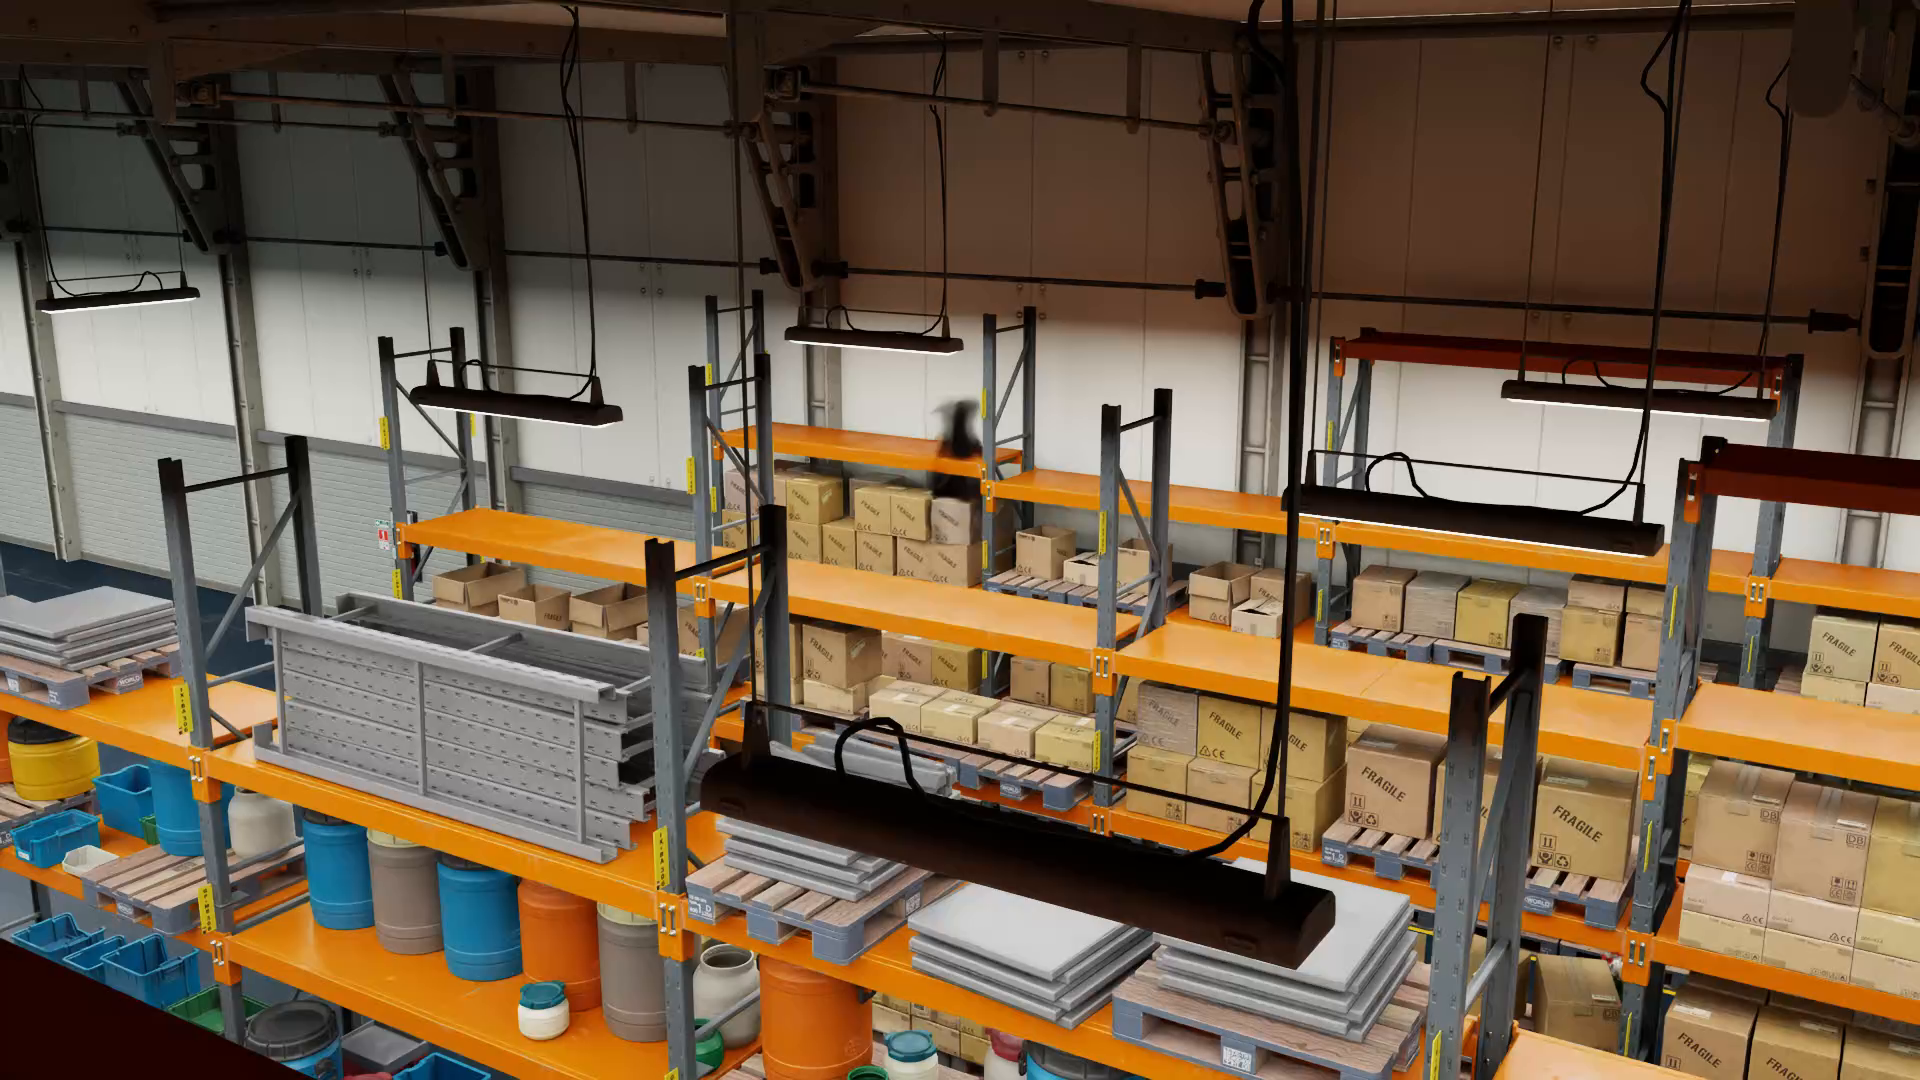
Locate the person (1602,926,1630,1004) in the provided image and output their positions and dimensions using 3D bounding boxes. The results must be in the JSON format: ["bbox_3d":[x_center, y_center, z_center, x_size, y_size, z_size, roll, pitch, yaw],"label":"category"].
[{"bbox_3d":[1.405,2.836,9.344,3.717,5.845,13.703,9,17,33],"label":"person"}]
